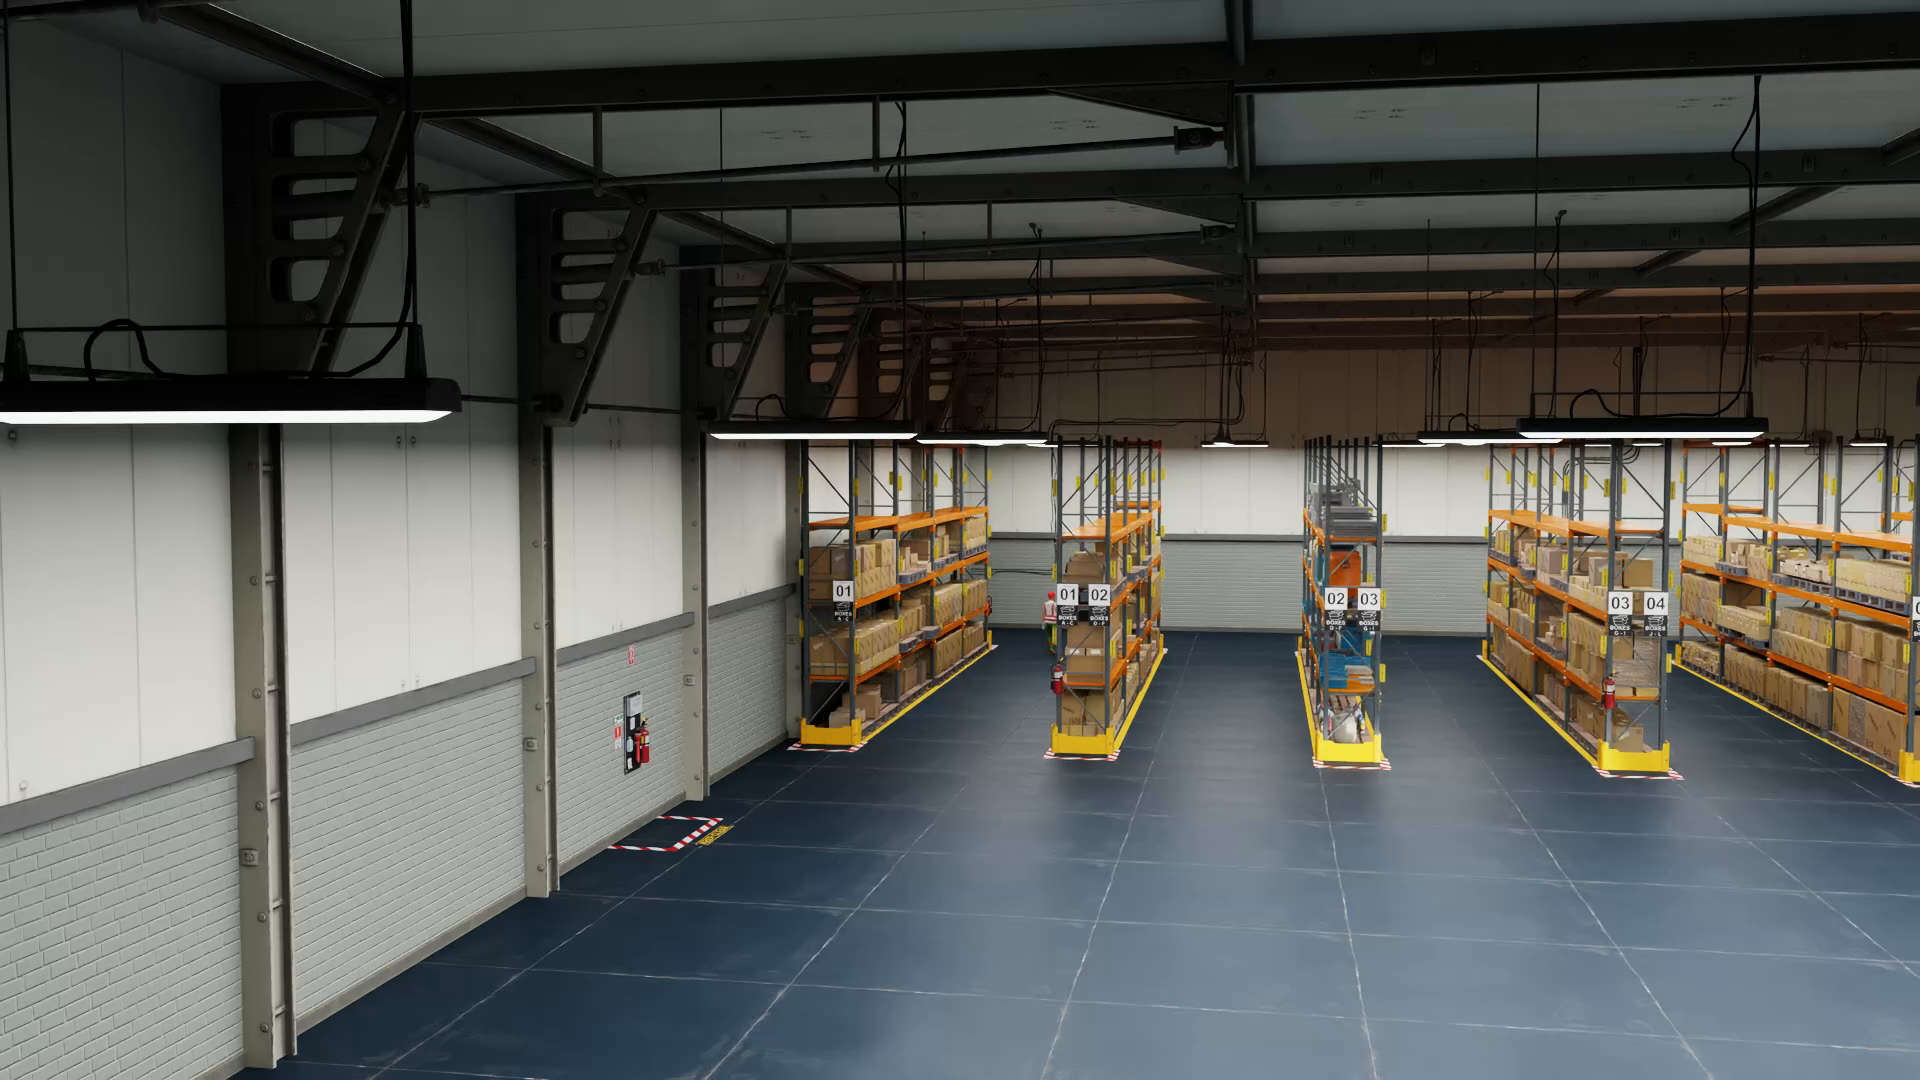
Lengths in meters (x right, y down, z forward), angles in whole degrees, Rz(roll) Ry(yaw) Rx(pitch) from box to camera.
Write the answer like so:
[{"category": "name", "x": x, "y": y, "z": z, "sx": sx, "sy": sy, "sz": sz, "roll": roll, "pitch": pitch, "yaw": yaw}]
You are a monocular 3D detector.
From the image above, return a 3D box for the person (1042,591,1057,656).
[{"category": "person", "x": 2.548, "y": 2.330, "z": 46.313, "sx": 0.657, "sy": 1.788, "sz": 0.560, "roll": 3, "pitch": 4, "yaw": 41}]

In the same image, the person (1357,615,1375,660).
[{"category": "person", "x": 10.695, "y": 2.475, "z": 43.608, "sx": 0.580, "sy": 1.736, "sz": 1.013, "roll": 0, "pitch": 3, "yaw": 5}]
